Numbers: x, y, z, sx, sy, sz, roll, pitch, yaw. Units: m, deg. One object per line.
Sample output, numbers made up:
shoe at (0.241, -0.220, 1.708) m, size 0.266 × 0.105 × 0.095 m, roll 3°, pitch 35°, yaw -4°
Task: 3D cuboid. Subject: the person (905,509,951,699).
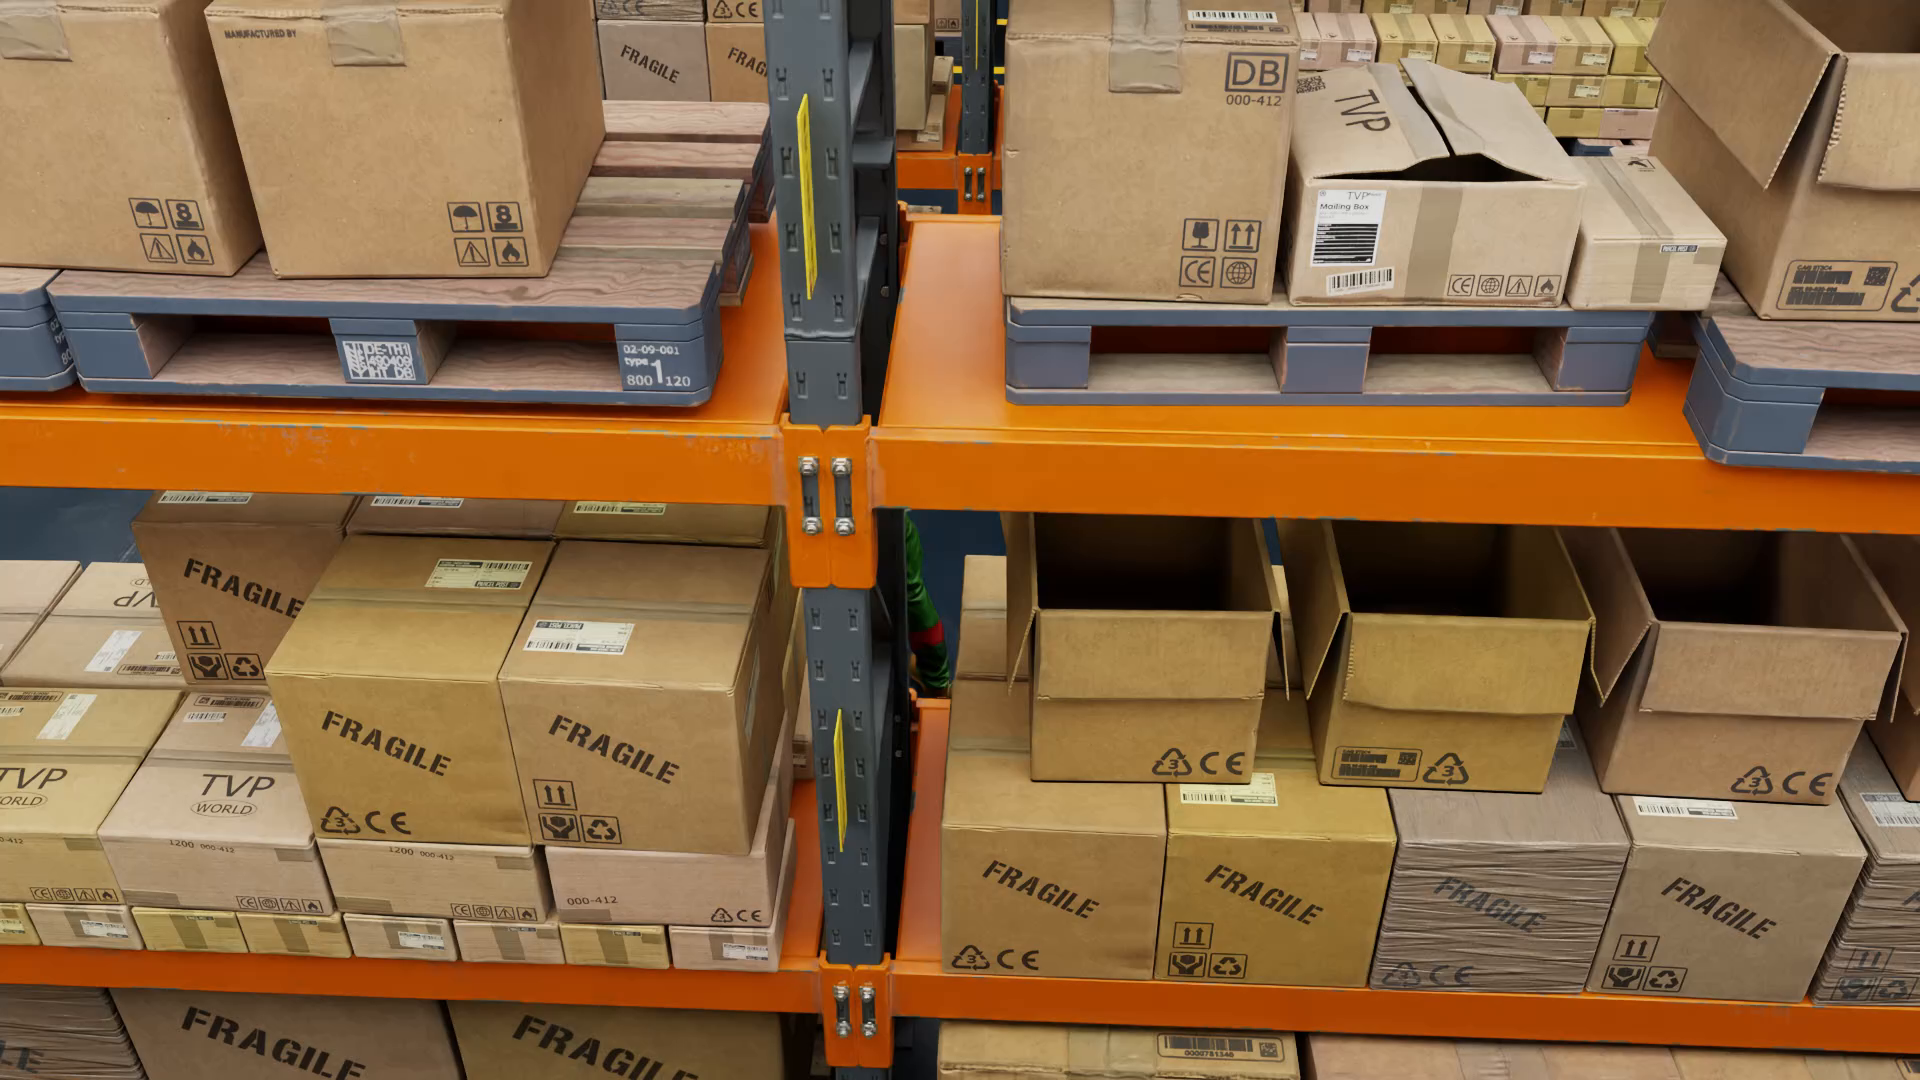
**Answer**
person at (-0.434, -0.108, 6.247) m, size 0.739 × 1.766 × 0.648 m, roll 18°, pitch 39°, yaw 23°
